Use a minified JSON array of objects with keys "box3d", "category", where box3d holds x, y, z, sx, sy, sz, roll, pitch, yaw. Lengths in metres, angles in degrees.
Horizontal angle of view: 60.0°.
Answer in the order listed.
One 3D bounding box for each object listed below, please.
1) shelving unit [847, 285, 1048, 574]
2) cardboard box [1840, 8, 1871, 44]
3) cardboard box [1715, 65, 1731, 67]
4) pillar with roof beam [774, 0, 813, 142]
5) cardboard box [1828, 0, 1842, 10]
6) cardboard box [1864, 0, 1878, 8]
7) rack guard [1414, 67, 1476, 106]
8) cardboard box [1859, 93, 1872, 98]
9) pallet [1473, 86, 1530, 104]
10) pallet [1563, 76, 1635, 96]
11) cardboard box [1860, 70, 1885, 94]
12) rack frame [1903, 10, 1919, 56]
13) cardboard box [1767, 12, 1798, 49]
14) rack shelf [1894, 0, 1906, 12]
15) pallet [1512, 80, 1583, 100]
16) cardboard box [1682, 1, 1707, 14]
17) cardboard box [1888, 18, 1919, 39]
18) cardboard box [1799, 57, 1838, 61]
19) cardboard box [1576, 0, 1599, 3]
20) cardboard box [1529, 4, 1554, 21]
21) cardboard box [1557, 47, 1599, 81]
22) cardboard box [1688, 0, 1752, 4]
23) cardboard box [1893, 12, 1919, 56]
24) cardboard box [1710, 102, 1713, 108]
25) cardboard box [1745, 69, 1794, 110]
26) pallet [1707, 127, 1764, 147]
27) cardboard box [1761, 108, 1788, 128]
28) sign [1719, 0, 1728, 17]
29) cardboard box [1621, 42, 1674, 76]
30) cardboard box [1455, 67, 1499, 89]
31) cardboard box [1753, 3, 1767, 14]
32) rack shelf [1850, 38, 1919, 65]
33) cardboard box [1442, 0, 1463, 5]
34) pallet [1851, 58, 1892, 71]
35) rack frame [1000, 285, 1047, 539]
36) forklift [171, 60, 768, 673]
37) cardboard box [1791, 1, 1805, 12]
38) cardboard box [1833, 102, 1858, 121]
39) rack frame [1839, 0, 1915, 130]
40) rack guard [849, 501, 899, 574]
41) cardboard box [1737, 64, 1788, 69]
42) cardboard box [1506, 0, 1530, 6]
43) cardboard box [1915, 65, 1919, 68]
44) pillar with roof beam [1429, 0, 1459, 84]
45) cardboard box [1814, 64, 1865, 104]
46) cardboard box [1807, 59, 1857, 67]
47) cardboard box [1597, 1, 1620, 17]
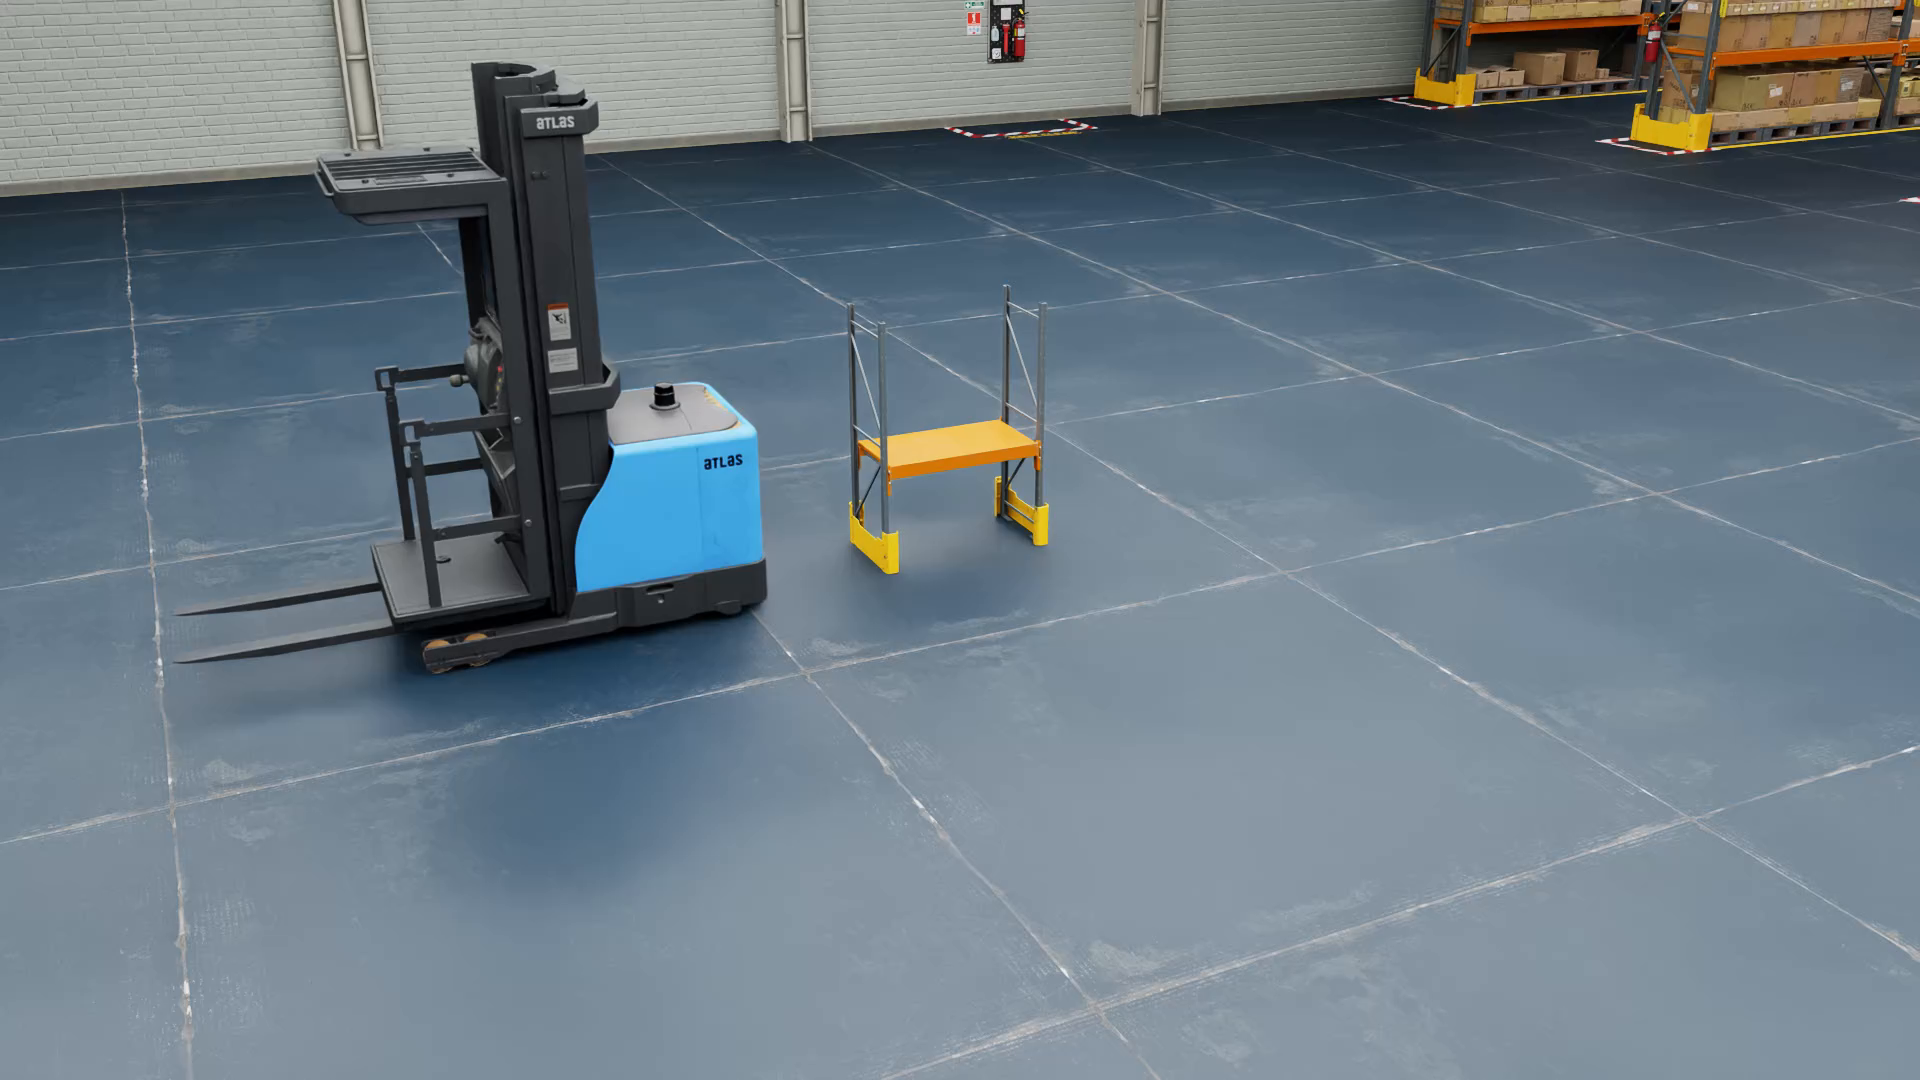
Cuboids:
[{"box3d":[-0.069,-0.680,9.933,1.083,1.500,0.587,-10,25,-24],"category":"shelving unit"},{"box3d":[13.035,-7.684,24.761,0.500,0.500,0.700,-11,25,-24],"category":"cardboard box"},{"box3d":[13.781,-8.947,30.635,0.500,0.500,0.700,-11,25,-24],"category":"cardboard box"},{"box3d":[-0.541,-8.559,19.160,0.400,9.000,9.100,-10,25,-24],"category":"pillar with roof beam"},{"box3d":[12.608,-7.821,24.242,0.250,0.149,0.380,-10,24,-22],"category":"cardboard box"},{"box3d":[13.294,-7.946,24.545,0.250,0.149,0.380,-11,25,-25],"category":"cardboard box"},{"box3d":[8.217,-7.704,28.209,0.348,0.500,1.175,-10,25,-24],"category":"rack guard"},{"box3d":[14.153,-6.896,26.033,0.500,0.250,0.500,-11,25,-24],"category":"cardboard box"},{"box3d":[8.965,-7.693,28.560,1.213,0.211,1.003,-10,25,-24],"category":"pallet"},{"box3d":[11.163,-8.098,29.538,1.213,0.211,1.003,-10,25,-24],"category":"pallet"},{"box3d":[14.145,-7.152,25.919,0.500,0.311,0.500,-10,25,-24],"category":"cardboard box"},{"box3d":[18.961,-10.837,32.509,0.127,3.000,1.000,-10,25,-24],"category":"rack frame"},{"box3d":[11.648,-7.428,24.143,0.500,0.500,0.700,-10,25,-23],"category":"cardboard box"},{"box3d":[17.159,-10.173,31.845,4.000,0.370,1.077,-10,25,-24],"category":"rack shelf"},{"box3d":[10.062,-7.894,29.045,1.213,0.211,1.003,-10,25,-24],"category":"pallet"},{"box3d":[10.562,-7.615,23.746,0.250,0.149,0.380,-11,25,-25],"category":"cardboard box"},{"box3d":[14.329,-7.831,25.443,0.500,0.250,0.500,-9,24,-20],"category":"cardboard box"},{"box3d":[16.077,-9.451,31.422,0.750,0.750,0.750,-11,25,-24],"category":"cardboard box"},{"box3d":[10.555,-9.447,28.340,0.500,0.500,0.500,-11,25,-25],"category":"cardboard box"},{"box3d":[9.649,-8.932,28.075,0.500,0.250,0.500,-11,25,-24],"category":"cardboard box"},{"box3d":[10.835,-8.373,29.248,0.500,0.500,0.500,-12,26,-28],"category":"cardboard box"},{"box3d":[10.774,-7.868,23.508,0.500,0.500,0.700,-10,25,-23],"category":"cardboard box"},{"box3d":[18.432,-9.885,32.471,0.750,0.750,0.750,-10,25,-23],"category":"cardboard box"},{"box3d":[11.101,-6.342,24.694,0.500,0.250,0.500,-10,25,-24],"category":"cardboard box"},{"box3d":[11.775,-6.593,24.322,0.500,0.500,0.500,-10,25,-24],"category":"cardboard box"},{"box3d":[10.971,-5.993,24.452,1.213,0.211,1.003,-10,25,-24],"category":"pallet"},{"box3d":[11.780,-6.243,24.456,0.500,0.250,0.500,-10,25,-24],"category":"cardboard box"},{"box3d":[10.536,-7.384,22.932,0.005,0.325,0.100,-10,25,-24],"category":"sign"},{"box3d":[12.409,-8.686,30.006,0.500,0.500,0.700,-10,24,-22],"category":"cardboard box"},{"box3d":[8.811,-7.891,28.332,0.500,0.311,0.500,-14,26,-30],"category":"cardboard box"},{"box3d":[11.210,-7.563,23.619,0.250,0.149,0.380,-10,25,-23],"category":"cardboard box"},{"box3d":[15.707,-7.803,26.119,4.000,0.370,1.077,-10,25,-24],"category":"rack shelf"},{"box3d":[8.481,-9.285,27.947,0.500,0.500,0.500,-11,25,-24],"category":"cardboard box"},{"box3d":[17.198,-9.191,32.178,1.213,0.211,1.003,-10,25,-24],"category":"pallet"},{"box3d":[0.381,-0.763,10.133,0.032,1.500,0.500,-10,25,-24],"category":"rack frame"},{"box3d":[-2.639,-0.897,8.585,3.031,2.935,1.130,-10,24,-22],"category":"forklift"},{"box3d":[11.907,-7.691,23.930,0.250,0.149,0.380,-11,25,-24],"category":"cardboard box"},{"box3d":[13.127,-6.495,25.066,0.500,0.250,0.500,-10,25,-24],"category":"cardboard box"},{"box3d":[13.905,-7.804,25.180,0.127,3.000,1.000,-10,25,-24],"category":"rack frame"},{"box3d":[-0.517,-0.020,9.972,0.087,0.250,0.587,-10,25,-24],"category":"rack guard"},{"box3d":[12.000,-6.855,24.954,0.500,0.500,0.500,-10,25,-24],"category":"cardboard box"},{"box3d":[9.159,-9.187,27.712,0.500,0.500,0.500,-10,25,-23],"category":"cardboard box"},{"box3d":[15.516,-7.405,26.530,0.500,0.311,0.500,-11,25,-24],"category":"cardboard box"},{"box3d":[10.271,-10.549,23.969,0.400,9.000,9.100,-10,25,-24],"category":"pillar with roof beam"},{"box3d":[13.126,-6.843,24.924,0.500,0.500,0.500,-10,25,-24],"category":"cardboard box"},{"box3d":[13.351,-7.105,25.557,0.500,0.500,0.500,-10,25,-24],"category":"cardboard box"},{"box3d":[11.005,-9.187,28.693,0.500,0.250,0.500,-10,25,-23],"category":"cardboard box"}]
